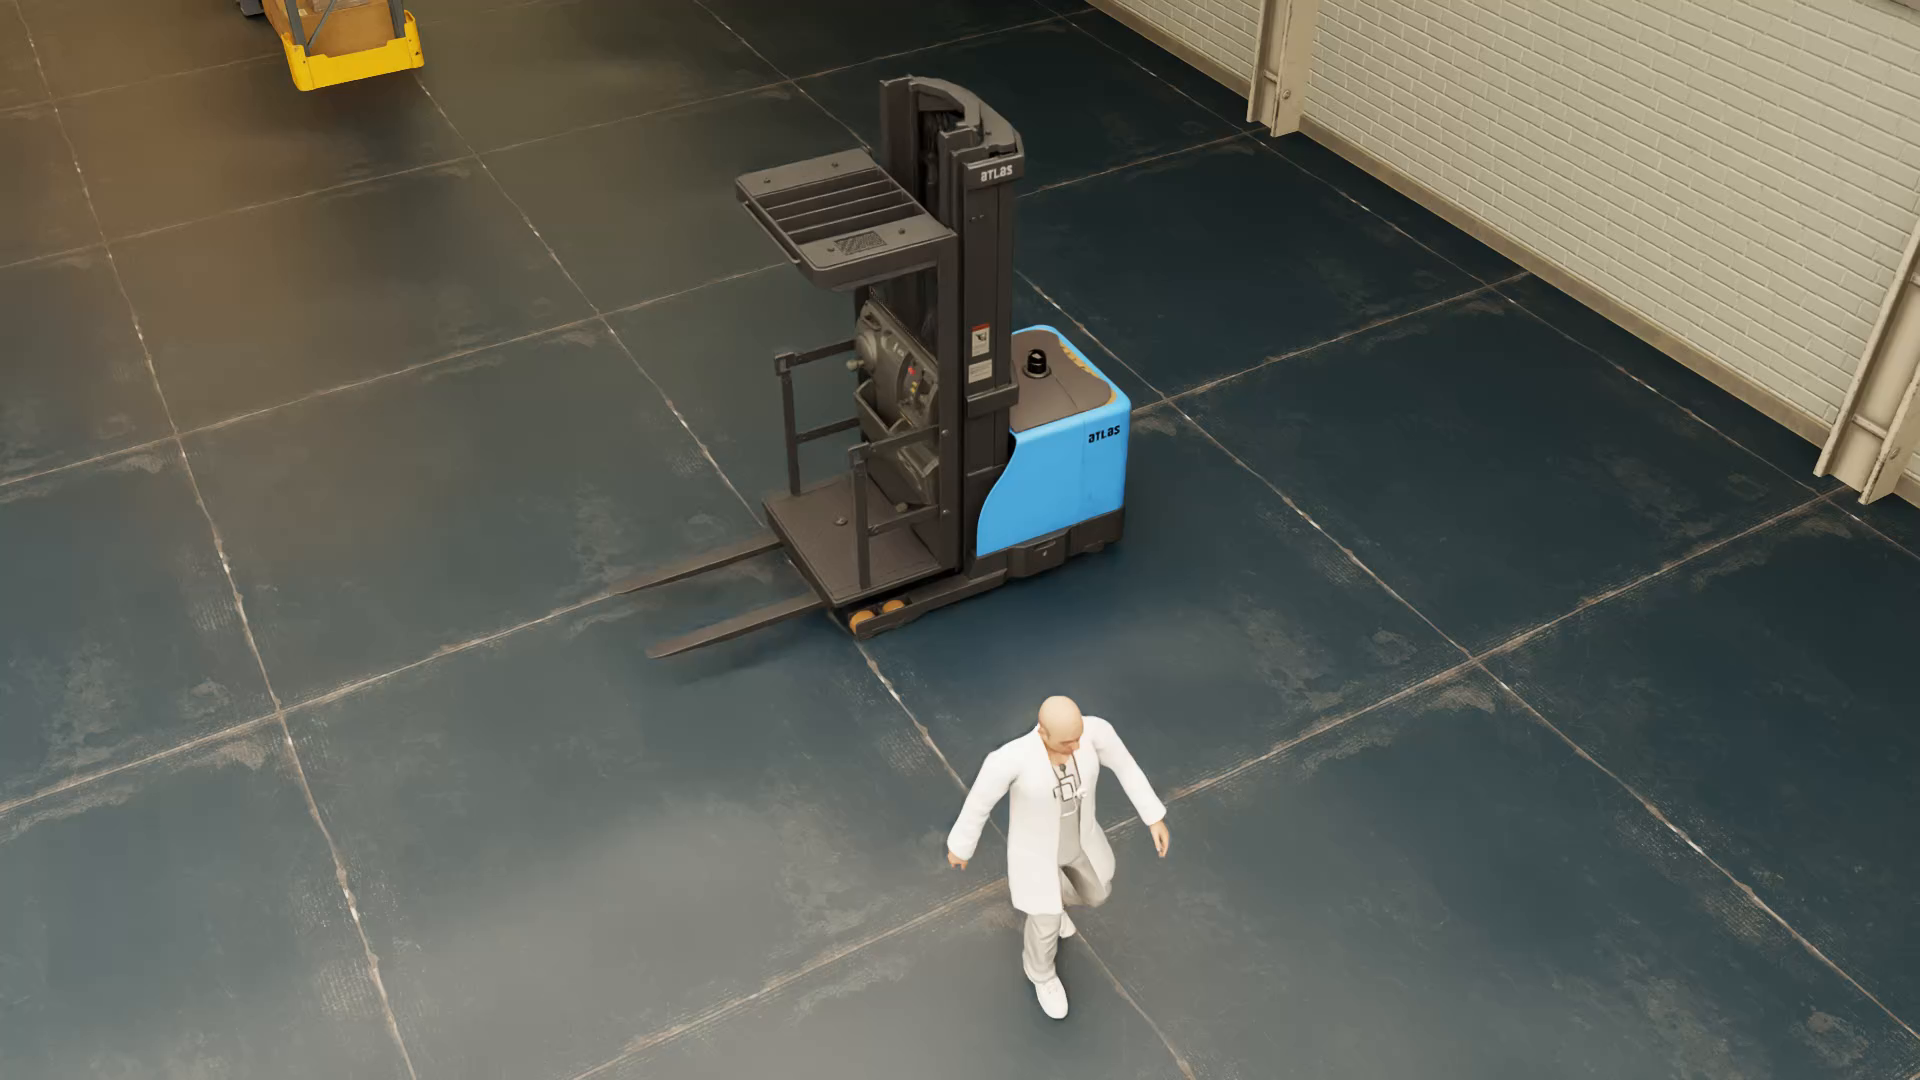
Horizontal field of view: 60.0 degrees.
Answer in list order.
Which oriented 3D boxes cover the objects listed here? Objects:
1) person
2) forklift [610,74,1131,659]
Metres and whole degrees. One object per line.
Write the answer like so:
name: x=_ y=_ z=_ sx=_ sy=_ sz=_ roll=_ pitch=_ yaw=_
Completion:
person: x=0.405 y=1.323 z=7.363 sx=0.880 sy=1.762 sz=0.697 roll=-21 pitch=44 yaw=-23
forklift: x=-0.537 y=-0.942 z=9.172 sx=3.031 sy=2.935 sz=1.130 roll=-19 pitch=43 yaw=-21
